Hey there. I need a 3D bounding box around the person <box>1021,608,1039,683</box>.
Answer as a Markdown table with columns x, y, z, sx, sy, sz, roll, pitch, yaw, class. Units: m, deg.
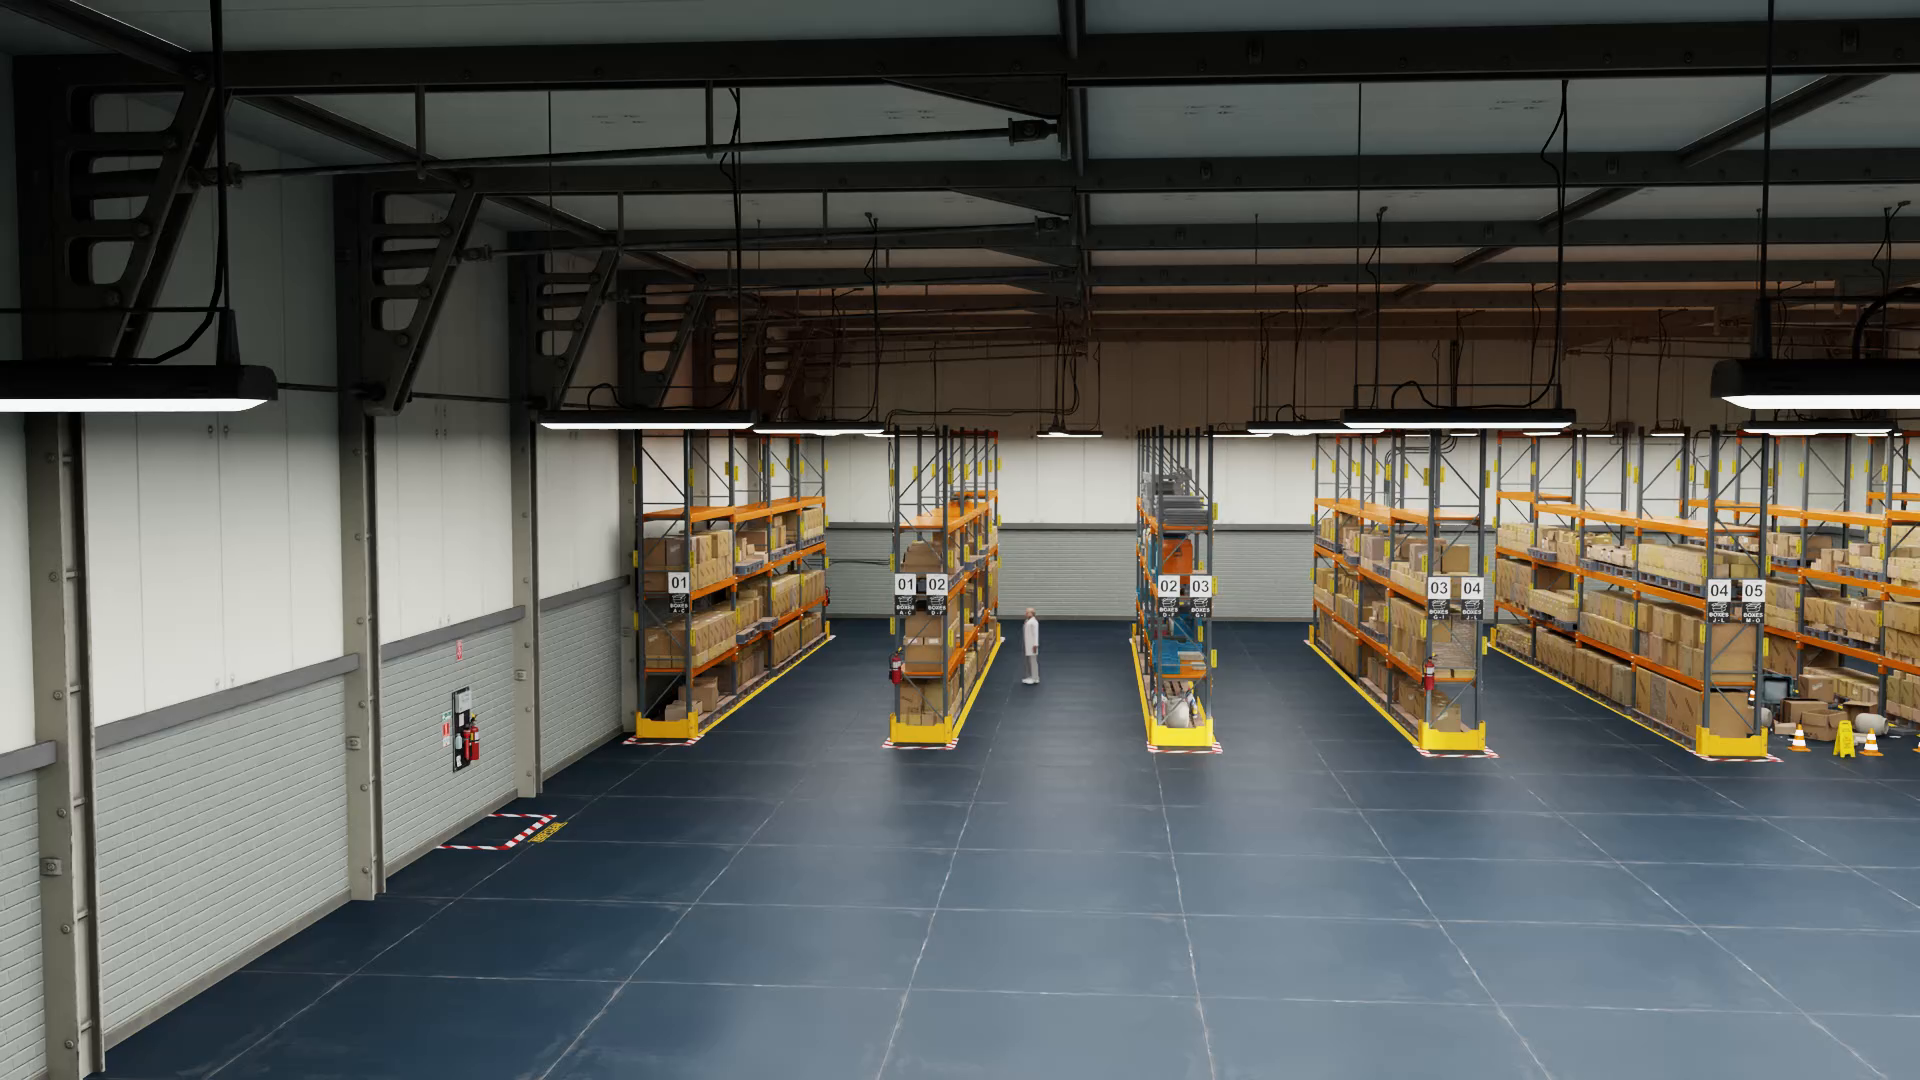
| x | y | z | sx | sy | sz | roll | pitch | yaw | class |
| --- | --- | --- | --- | --- | --- | --- | --- | --- | --- |
| 1.664 | 2.482 | 39.145 | 0.403 | 1.791 | 0.695 | -1 | 4 | -15 | person |
